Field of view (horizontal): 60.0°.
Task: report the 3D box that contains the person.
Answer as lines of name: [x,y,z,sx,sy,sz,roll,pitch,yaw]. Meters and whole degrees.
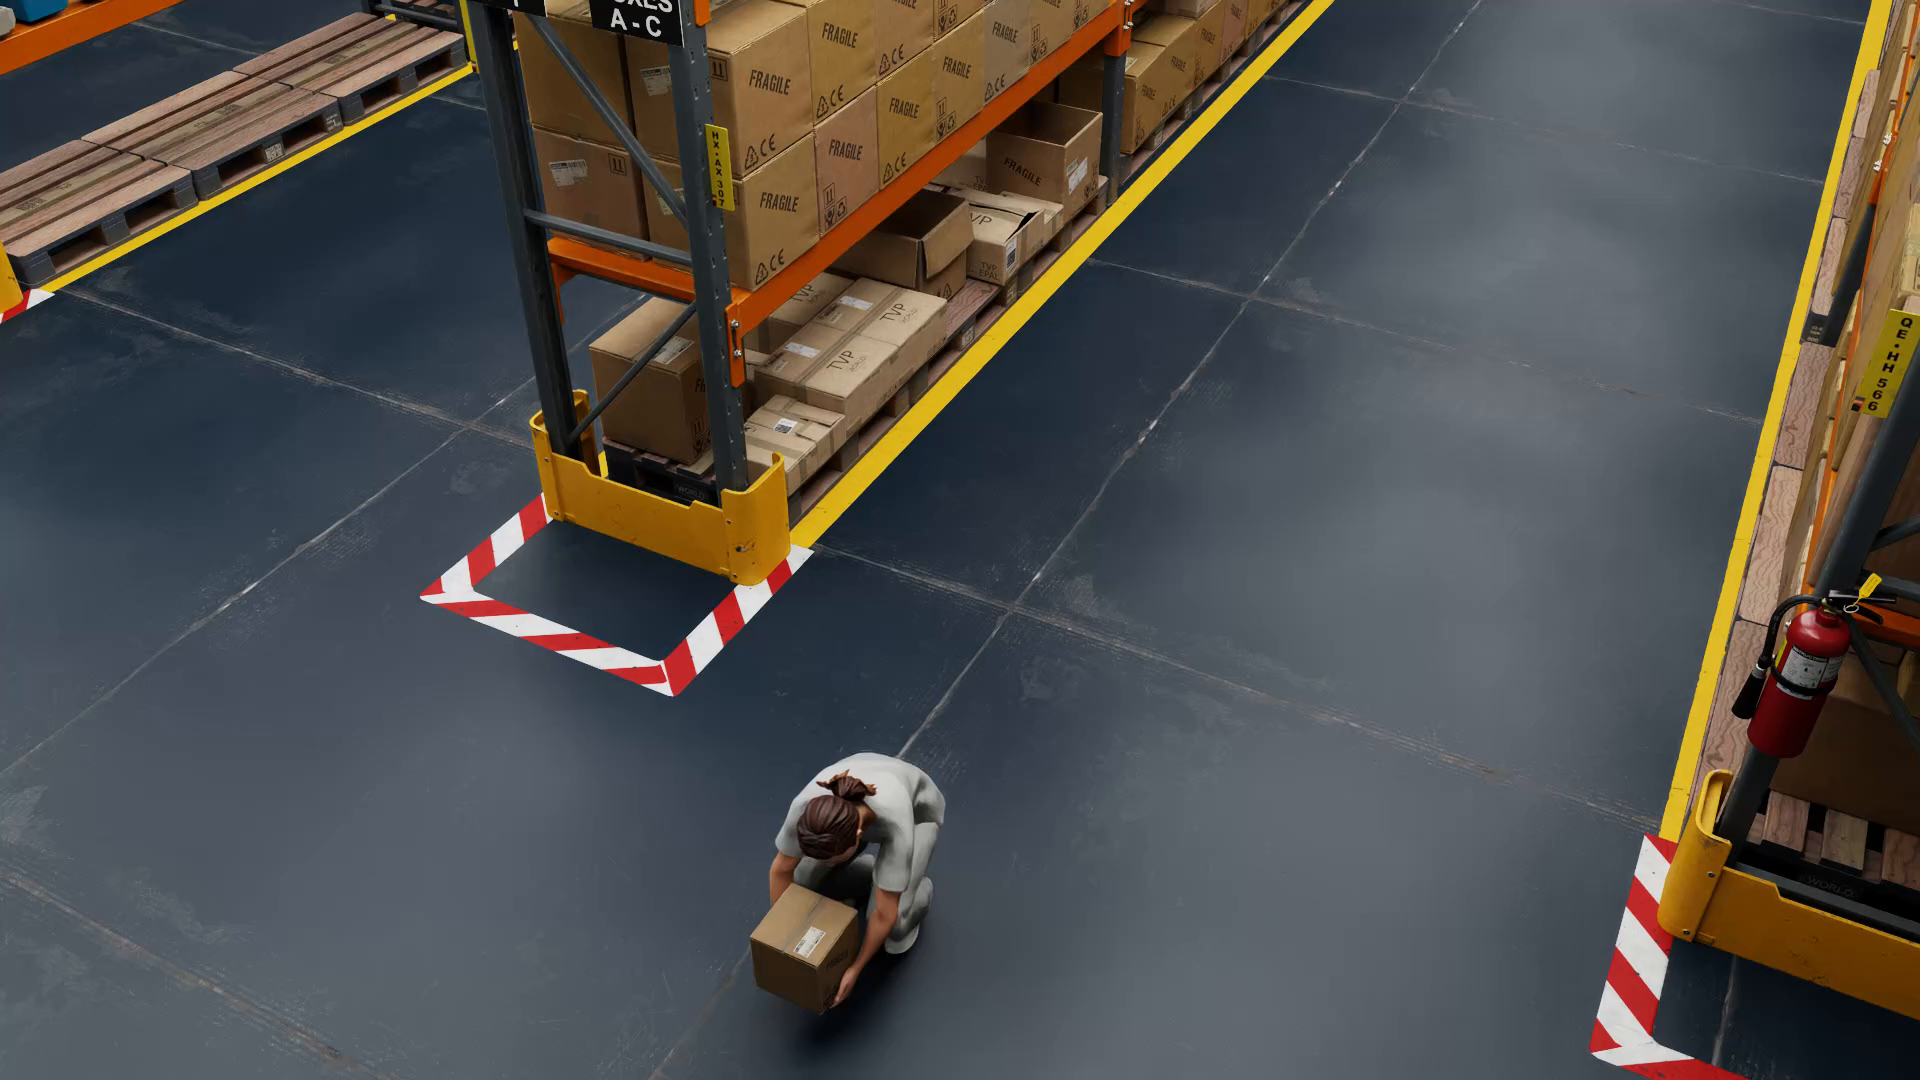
person: [-0.329,1.021,5.458,0.494,0.932,0.802,18,41,21]
